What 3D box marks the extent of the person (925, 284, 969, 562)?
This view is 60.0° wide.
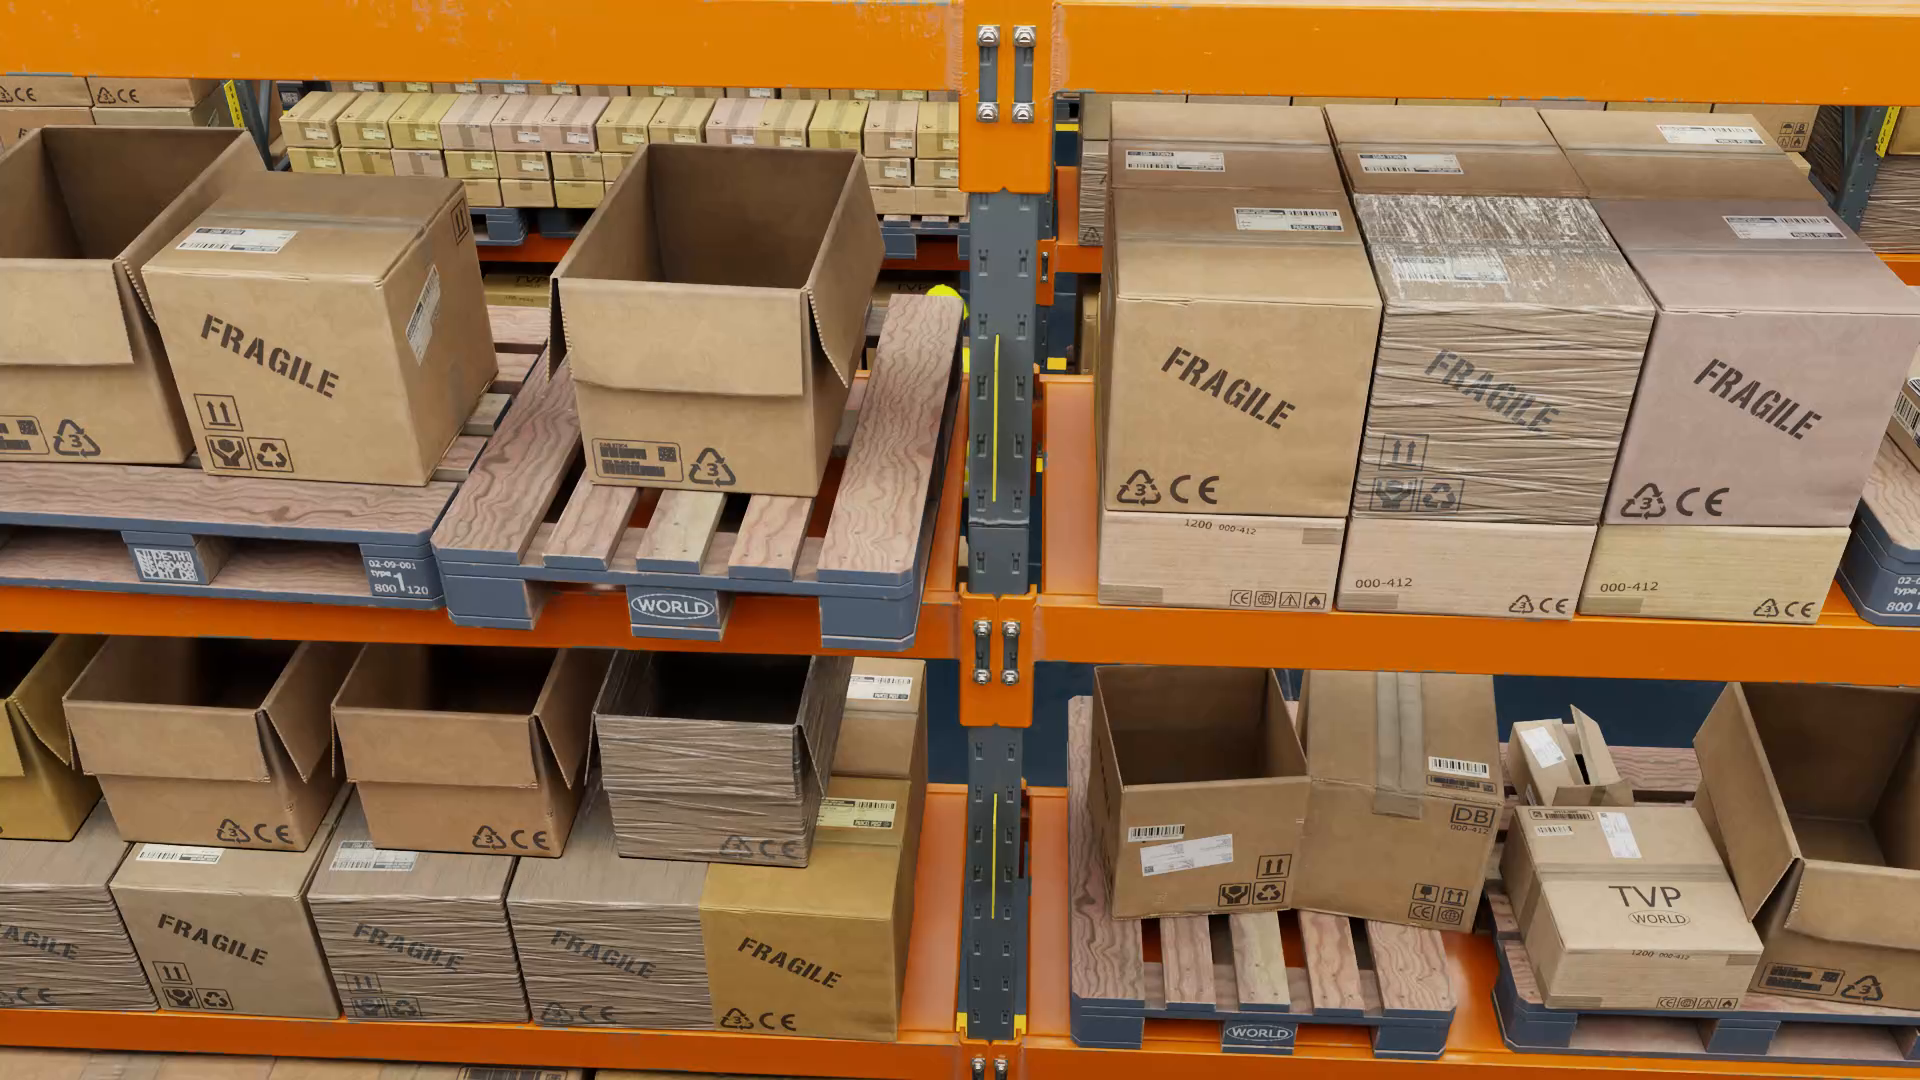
[{"bbox_3d":[-0.046,-0.326,7.560,0.632,1.759,0.462,-1,35,-1],"label":"person"}]
